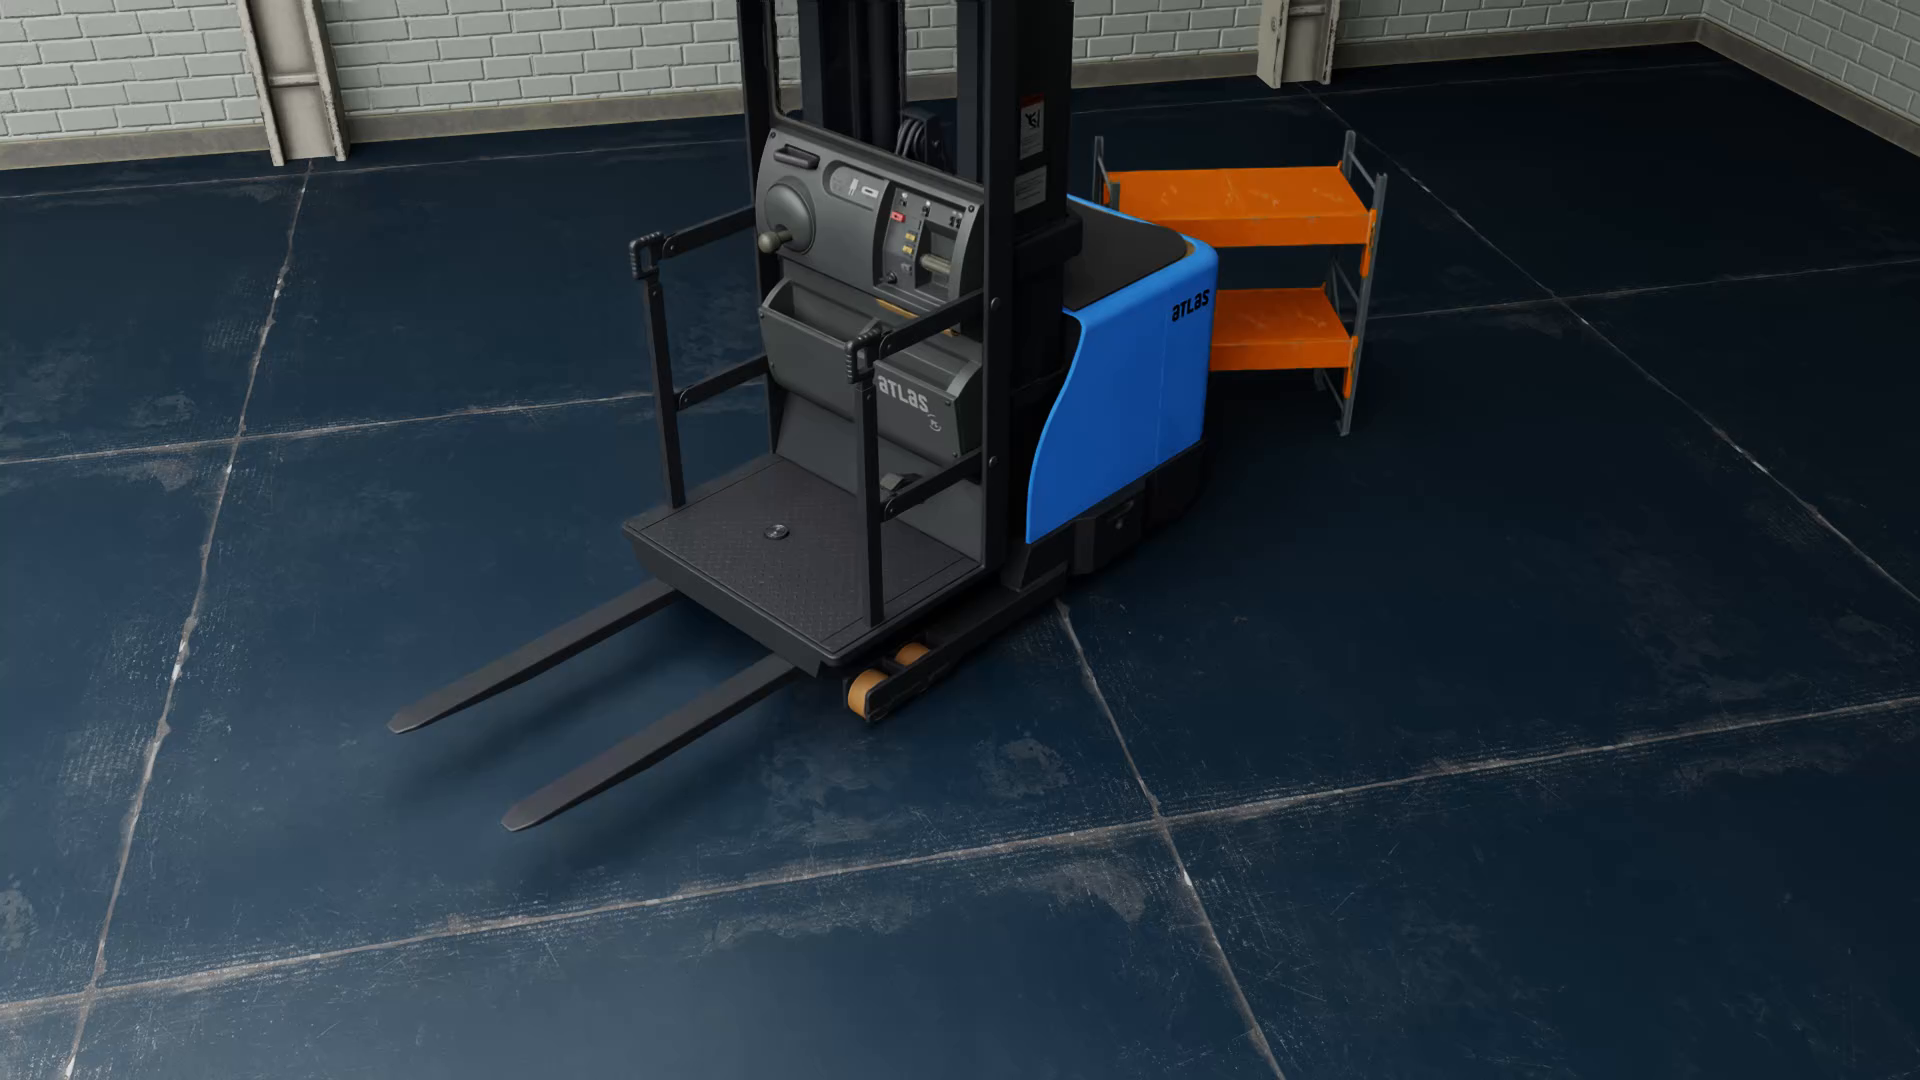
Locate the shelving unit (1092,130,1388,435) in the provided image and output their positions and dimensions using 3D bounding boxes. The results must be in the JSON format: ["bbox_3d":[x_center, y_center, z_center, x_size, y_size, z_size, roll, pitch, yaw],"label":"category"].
[{"bbox_3d":[1.077,-1.024,6.766,1.048,1.125,0.538,-2,34,-3],"label":"shelving unit"}]

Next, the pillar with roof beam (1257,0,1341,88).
[{"bbox_3d":[3.082,-4.356,4.666,0.400,9.000,9.100,-7,35,-11],"label":"pillar with roof beam"}]

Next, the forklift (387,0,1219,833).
[{"bbox_3d":[-0.447,-0.956,5.045,1.130,2.935,3.031,28,43,35],"label":"forklift"}]

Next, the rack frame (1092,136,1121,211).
[{"bbox_3d":[0.570,-1.005,6.738,0.032,1.125,0.500,-2,34,-3],"label":"rack frame"}]

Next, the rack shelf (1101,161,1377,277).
[{"bbox_3d":[1.077,-1.267,6.603,1.000,0.278,0.538,-2,34,-3],"label":"rack shelf"}]

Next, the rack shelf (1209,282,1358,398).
[{"bbox_3d":[1.077,-0.821,6.902,1.000,0.278,0.538,-2,34,-3],"label":"rack shelf"}]

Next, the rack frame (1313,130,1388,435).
[{"bbox_3d":[1.584,-1.042,6.793,0.032,1.125,0.500,-2,34,-3],"label":"rack frame"}]

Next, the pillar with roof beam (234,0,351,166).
[{"bbox_3d":[-2.770,-3.619,3.567,0.400,9.000,9.100,-7,35,-11],"label":"pillar with roof beam"}]
